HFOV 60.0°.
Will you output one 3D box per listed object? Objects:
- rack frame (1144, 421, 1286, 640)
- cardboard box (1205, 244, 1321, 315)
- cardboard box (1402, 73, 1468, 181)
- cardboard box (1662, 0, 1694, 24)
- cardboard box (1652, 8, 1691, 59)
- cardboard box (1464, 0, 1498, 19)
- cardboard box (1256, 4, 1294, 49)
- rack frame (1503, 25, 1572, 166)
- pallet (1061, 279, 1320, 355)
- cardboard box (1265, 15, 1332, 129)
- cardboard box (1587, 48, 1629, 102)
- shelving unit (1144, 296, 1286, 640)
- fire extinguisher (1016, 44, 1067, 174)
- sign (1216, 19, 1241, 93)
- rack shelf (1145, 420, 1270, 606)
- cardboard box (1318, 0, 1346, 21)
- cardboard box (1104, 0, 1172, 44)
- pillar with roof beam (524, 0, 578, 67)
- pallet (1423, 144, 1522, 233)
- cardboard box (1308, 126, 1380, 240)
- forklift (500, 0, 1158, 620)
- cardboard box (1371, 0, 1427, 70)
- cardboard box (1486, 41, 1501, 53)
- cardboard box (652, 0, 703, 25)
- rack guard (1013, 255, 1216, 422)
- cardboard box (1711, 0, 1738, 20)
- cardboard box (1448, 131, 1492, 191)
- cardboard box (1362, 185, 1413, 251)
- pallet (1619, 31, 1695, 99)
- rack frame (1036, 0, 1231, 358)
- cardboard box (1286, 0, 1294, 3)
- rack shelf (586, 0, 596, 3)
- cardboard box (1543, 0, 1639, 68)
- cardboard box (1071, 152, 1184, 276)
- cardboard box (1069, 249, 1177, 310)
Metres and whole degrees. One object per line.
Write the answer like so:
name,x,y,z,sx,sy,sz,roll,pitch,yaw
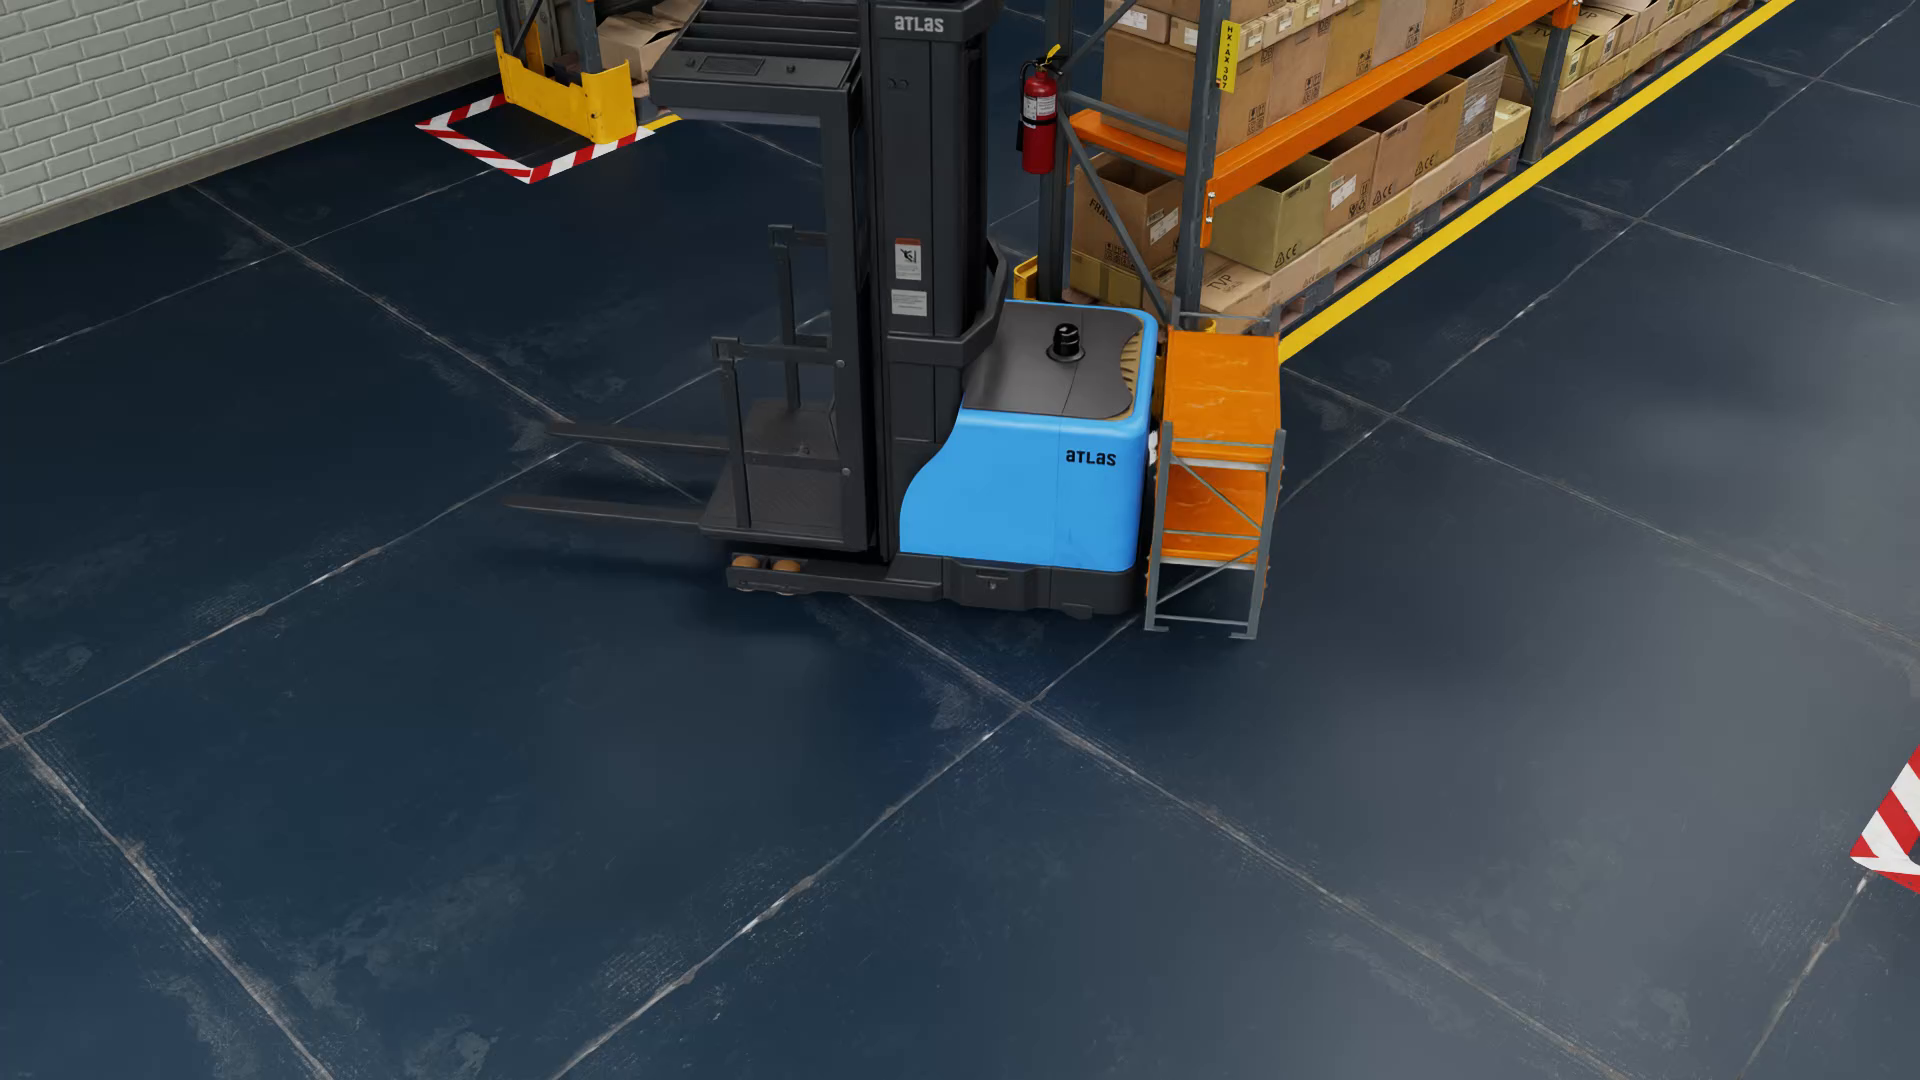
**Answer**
rack frame,1.083,-0.021,7.156,0.500,1.125,0.032,5,39,6
cardboard box,1.691,-1.567,9.466,0.500,0.250,0.500,30,47,32
cardboard box,2.697,-2.553,10.104,0.500,0.500,0.500,30,47,32
cardboard box,5.028,-4.032,12.116,0.500,0.311,0.500,31,48,33
cardboard box,5.021,-3.809,12.285,0.500,0.250,0.500,31,48,33
cardboard box,2.883,-3.520,9.970,0.700,0.500,0.500,29,47,31
cardboard box,1.430,-2.600,8.292,0.380,0.149,0.250,28,46,31
rack frame,3.529,-3.933,10.569,1.000,3.000,0.127,30,47,32
pallet,1.315,-1.372,9.590,1.003,0.211,1.213,30,47,32
cardboard box,1.505,-2.586,8.796,0.700,0.500,0.500,31,48,33
cardboard box,4.330,-3.336,11.691,0.500,0.250,0.500,31,48,33
shelving unit,1.150,-0.334,7.550,0.538,1.125,1.048,5,39,6
fire extinguisher,0.408,-2.205,8.459,0.296,0.674,0.183,30,47,32
sign,1.236,-2.229,7.667,0.100,0.325,0.005,30,47,32
rack shelf,1.150,-0.143,7.703,0.538,0.278,1.000,5,39,6
cardboard box,1.771,-2.829,8.580,0.380,0.149,0.250,29,47,31
cardboard box,0.947,-2.643,8.346,0.380,0.149,0.250,29,47,31
pillar with roof beam,0.183,-5.398,7.592,9.100,9.000,0.400,30,47,32
pallet,2.961,-2.493,11.000,1.003,0.211,1.213,30,47,32
cardboard box,2.020,-2.095,9.528,0.500,0.500,0.500,30,47,32
forklift,-0.640,-1.208,7.198,3.031,2.935,1.130,5,39,7
cardboard box,2.197,-3.055,9.386,0.700,0.500,0.500,31,48,33
cardboard box,3.590,-3.547,11.505,0.500,0.311,0.500,30,47,32
cardboard box,-1.911,-3.835,12.253,0.500,0.311,0.500,-30,47,-32
rack guard,0.814,-1.105,9.022,1.175,0.500,0.348,30,47,32
cardboard box,5.707,-4.276,12.873,0.500,0.250,0.500,29,47,31
cardboard box,3.033,-2.490,10.627,0.500,0.250,0.500,30,47,32
cardboard box,2.369,-2.024,10.041,0.500,0.250,0.500,30,47,32
pallet,4.820,-3.759,12.591,1.003,0.211,1.213,30,47,32
rack frame,0.830,-2.095,8.258,1.000,3.000,0.127,30,47,32
cardboard box,1.541,-3.119,8.423,0.700,0.500,0.500,28,46,31
rack shelf,-1.480,-4.810,12.251,1.077,0.370,4.000,30,47,32
cardboard box,4.333,-3.553,11.513,0.500,0.311,0.500,29,47,31
cardboard box,0.972,-1.848,9.217,0.500,0.500,0.500,30,47,32
cardboard box,0.974,-1.553,9.449,0.500,0.250,0.500,30,47,32
